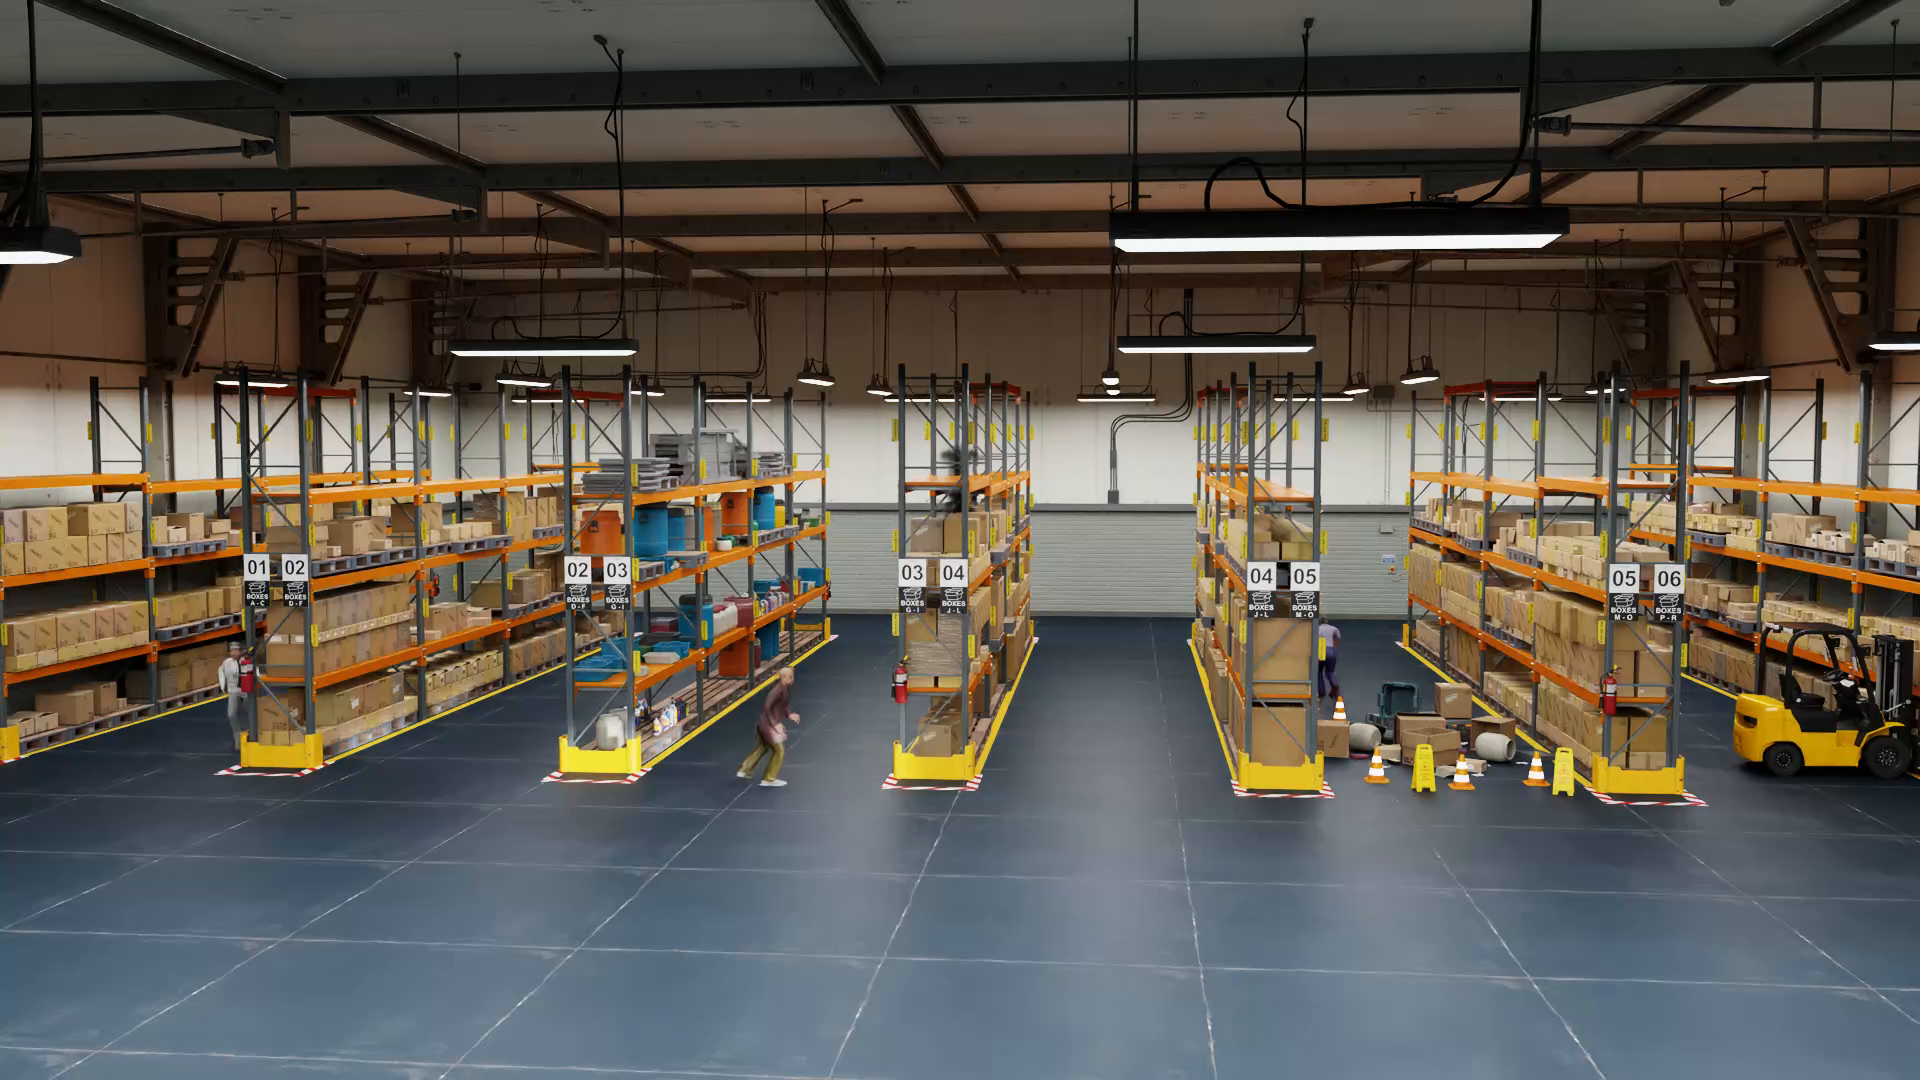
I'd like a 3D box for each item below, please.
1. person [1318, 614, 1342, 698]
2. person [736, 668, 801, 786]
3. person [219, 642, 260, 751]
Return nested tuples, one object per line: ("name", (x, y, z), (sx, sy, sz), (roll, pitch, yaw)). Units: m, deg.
("person", (6.928, 2.203, 31.358), (0.608, 1.601, 0.717), (0, 4, -5))
("person", (-2.723, 2.734, 23.604), (0.930, 1.511, 0.736), (0, 4, -5))
("person", (-11.555, 2.473, 26.523), (0.611, 1.741, 0.686), (0, 4, -2))
